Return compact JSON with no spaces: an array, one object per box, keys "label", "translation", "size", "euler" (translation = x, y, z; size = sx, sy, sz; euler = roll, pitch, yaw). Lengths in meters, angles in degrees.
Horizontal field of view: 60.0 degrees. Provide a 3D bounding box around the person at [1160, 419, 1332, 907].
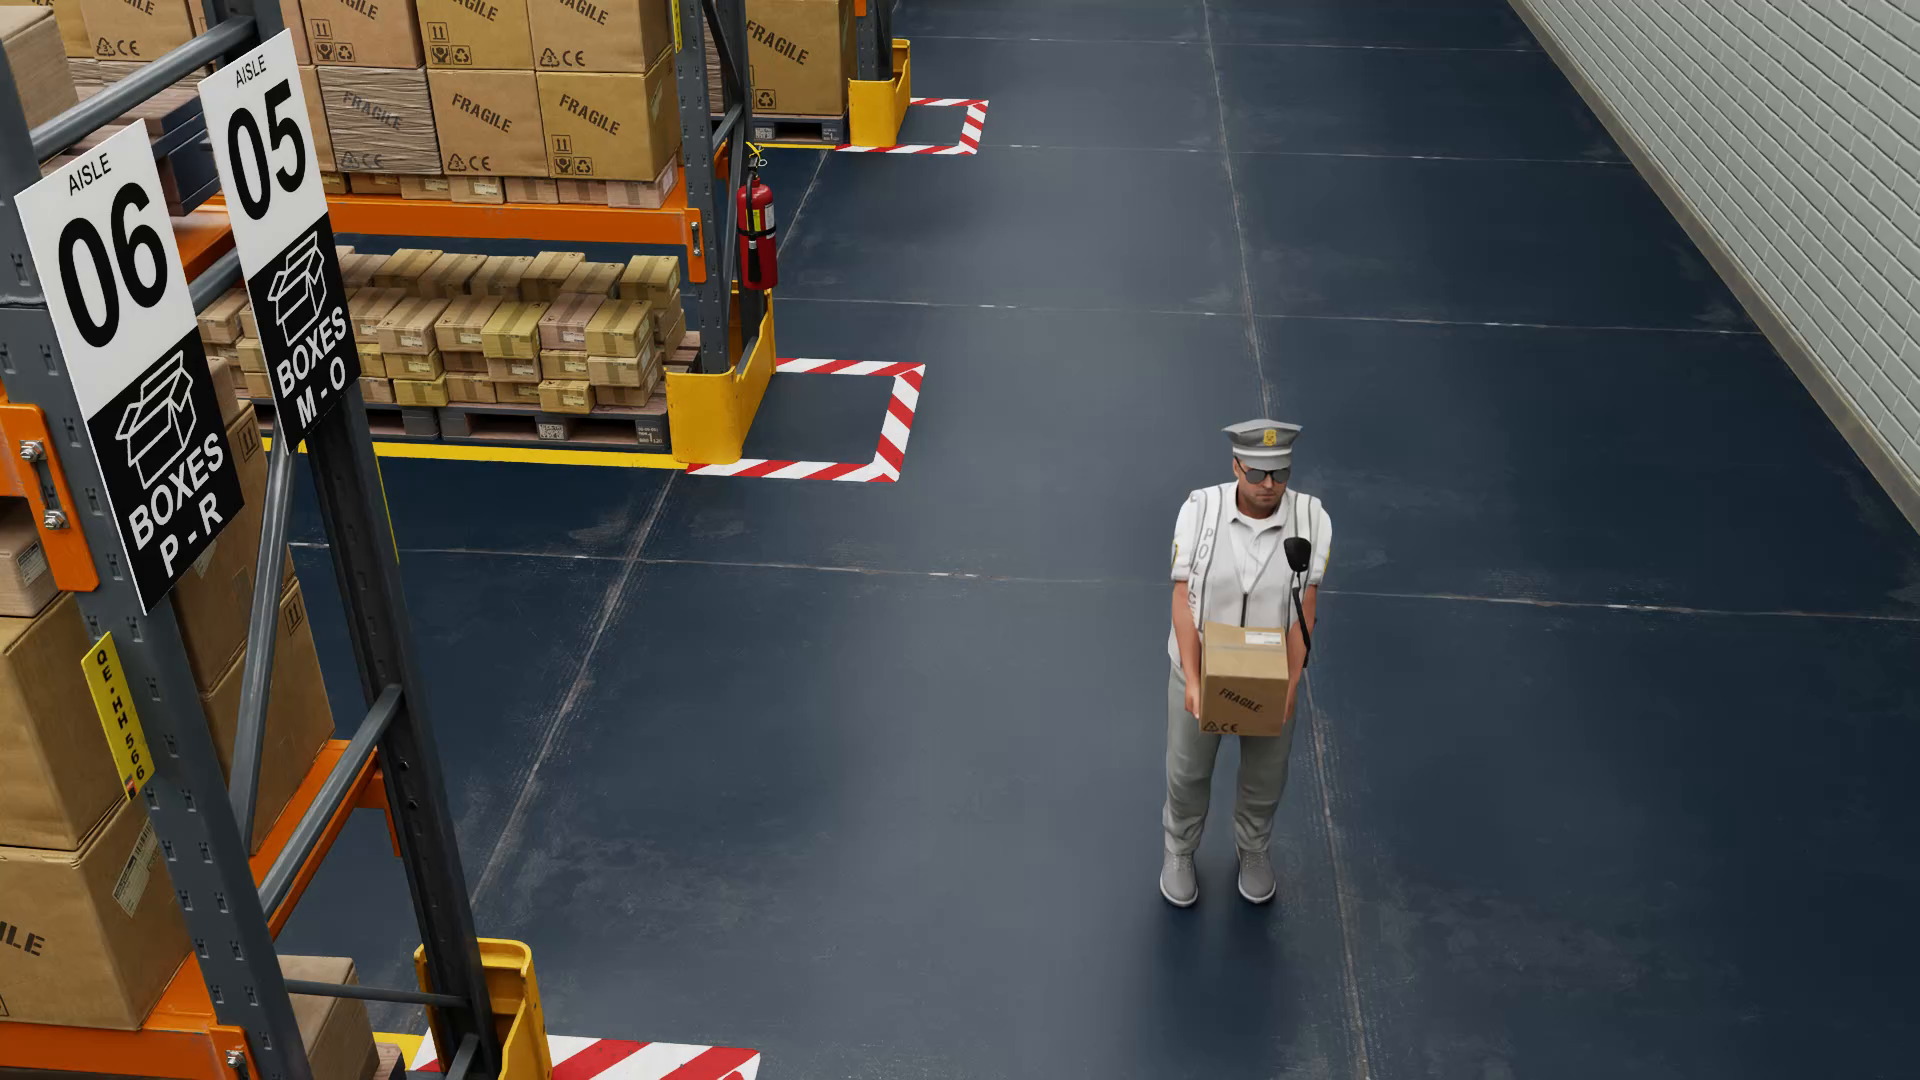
[{"label":"person","translation":[0.910,0.443,5.400],"size":[0.494,1.768,0.556],"euler":[3,32,5]}]
